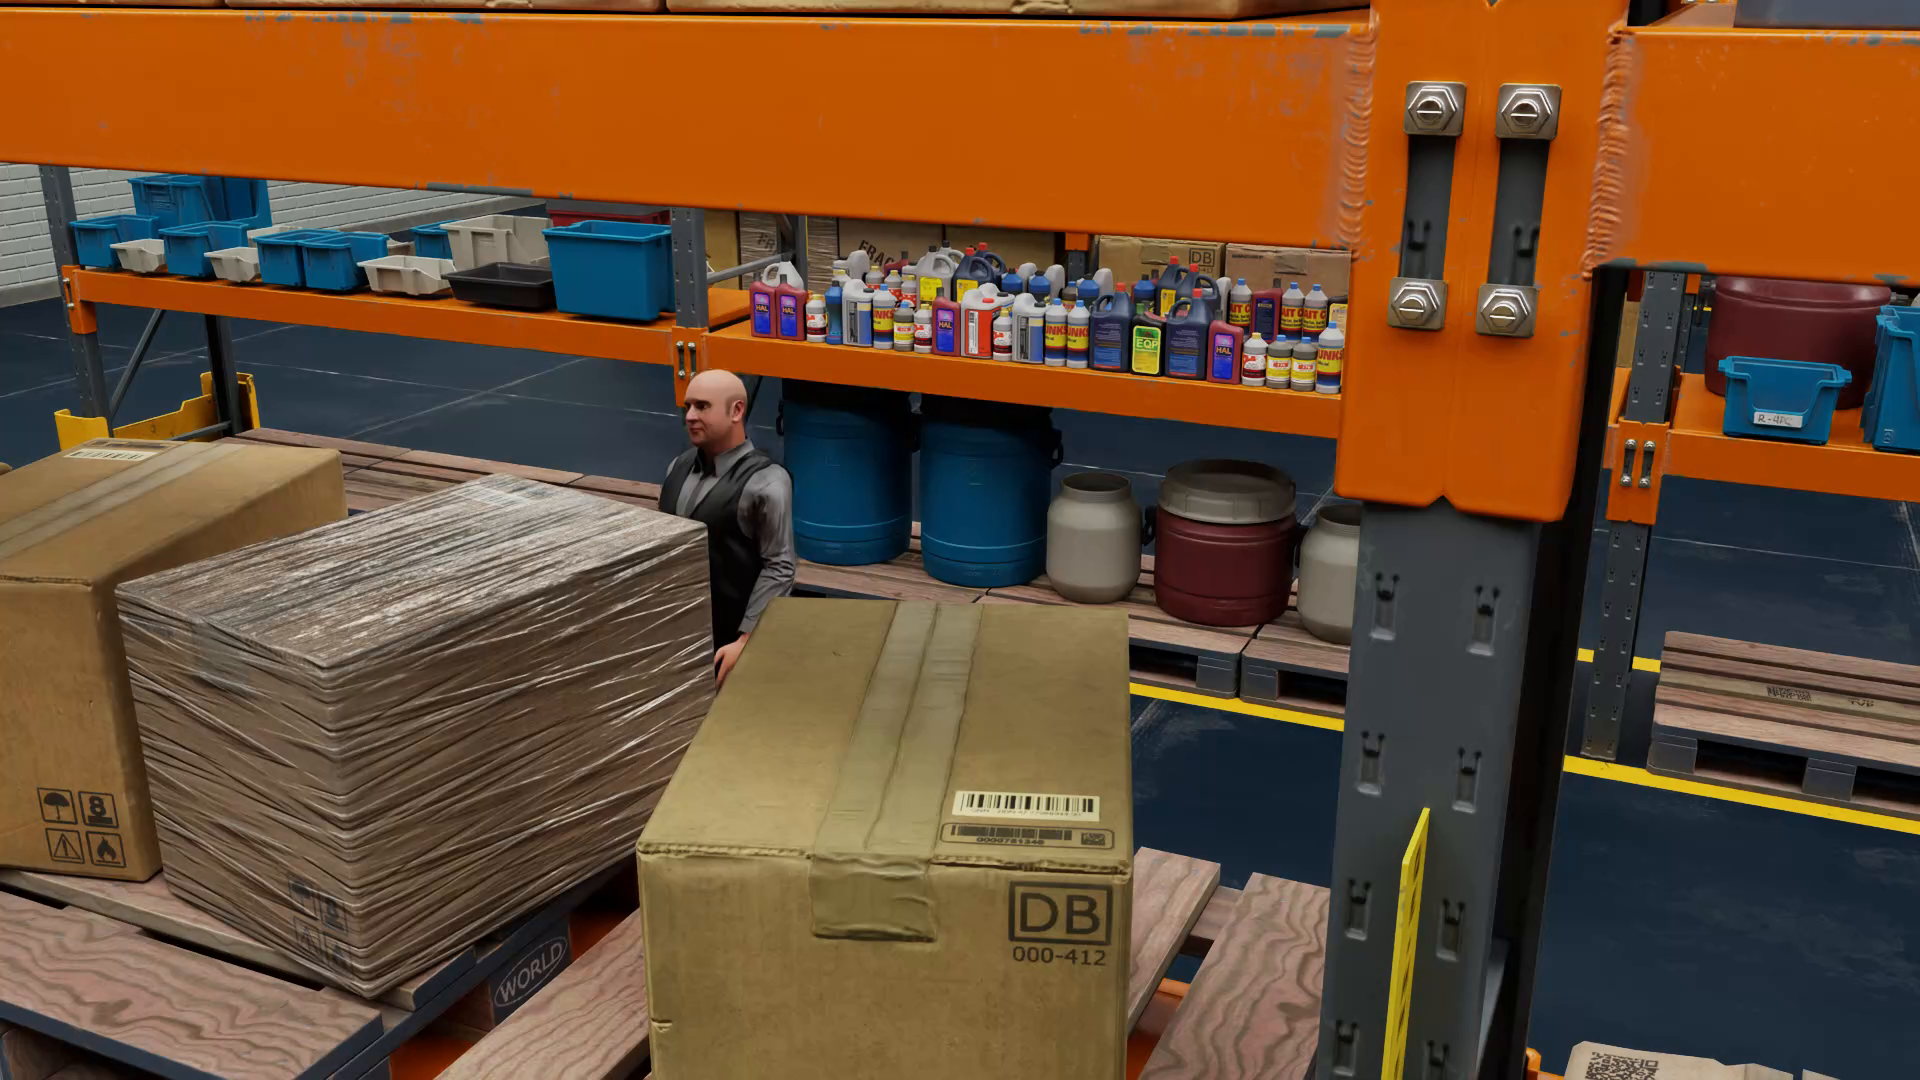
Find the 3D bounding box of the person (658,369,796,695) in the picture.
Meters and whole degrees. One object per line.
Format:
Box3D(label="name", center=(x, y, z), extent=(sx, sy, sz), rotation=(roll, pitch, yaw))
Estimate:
Box3D(label="person", center=(-0.819, 0.341, 5.135), extent=(0.585, 1.679, 0.925), rotation=(11, 22, 30))
